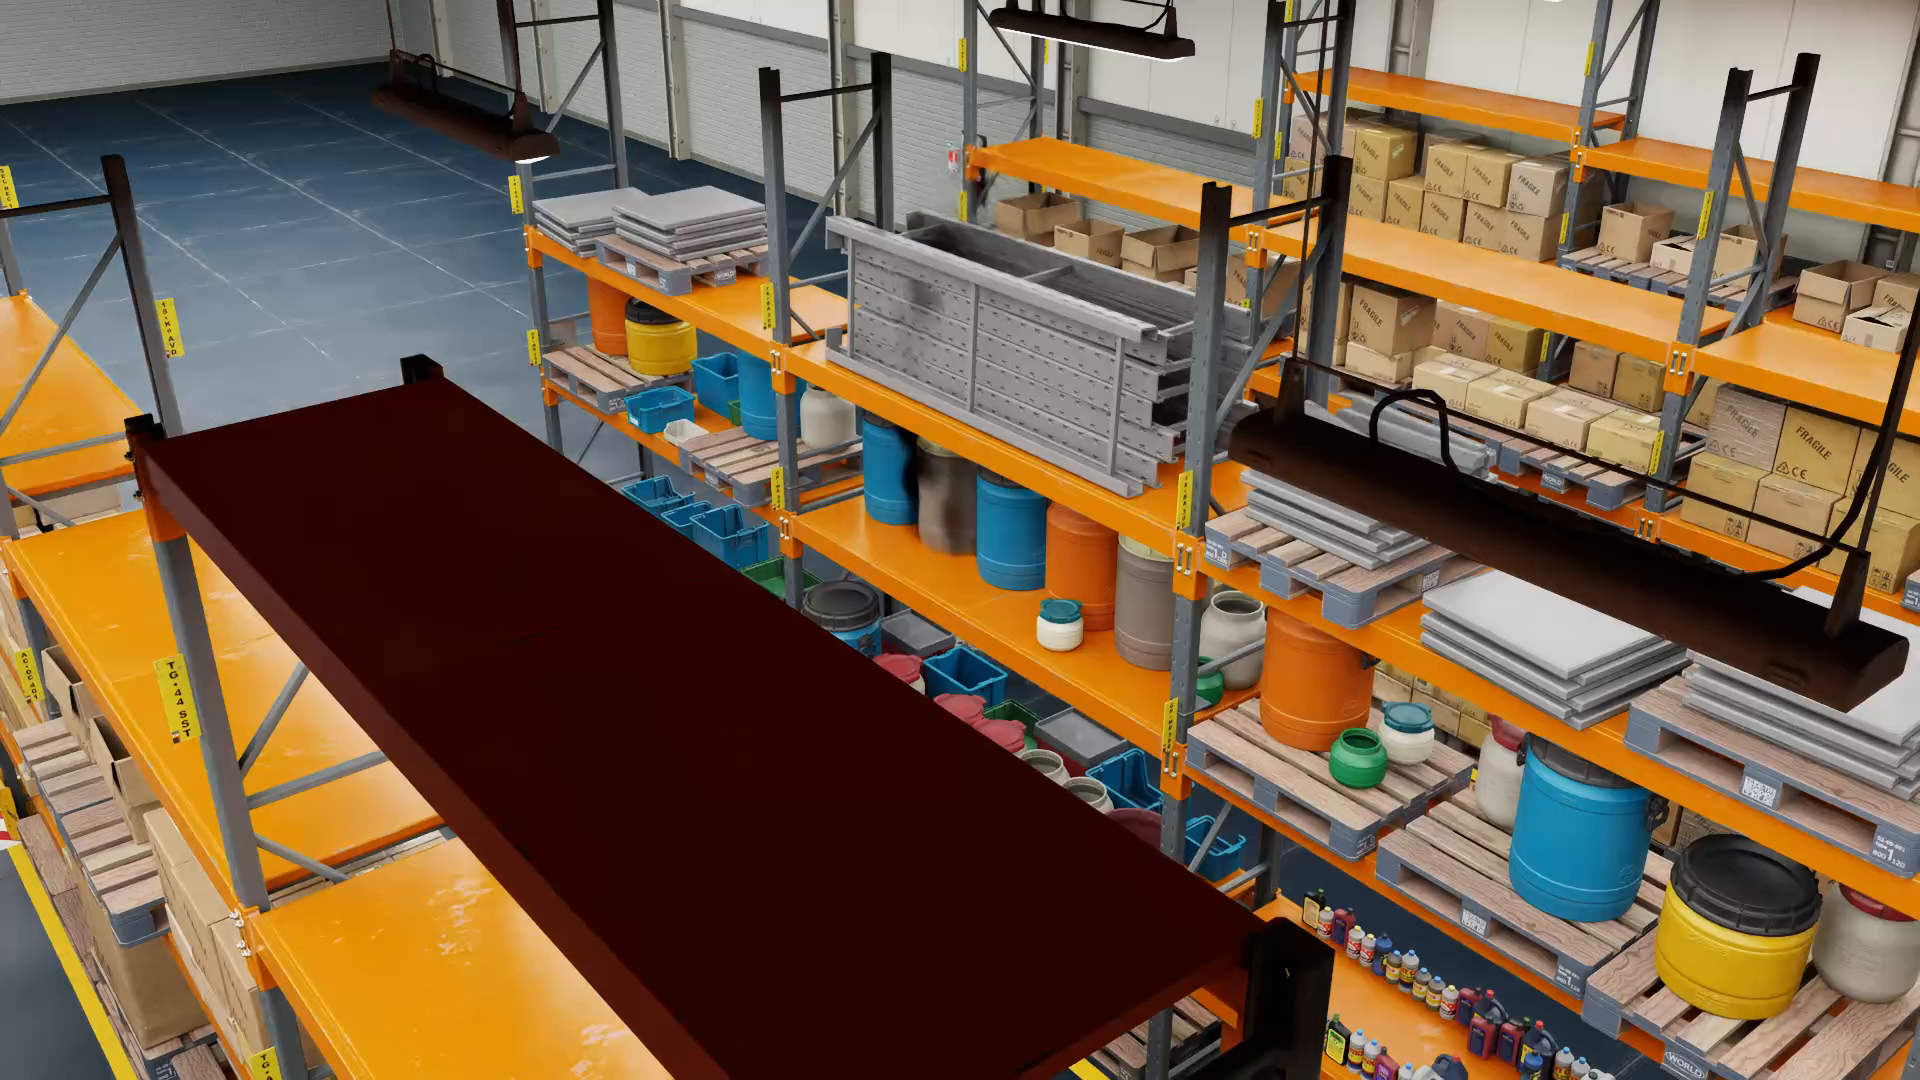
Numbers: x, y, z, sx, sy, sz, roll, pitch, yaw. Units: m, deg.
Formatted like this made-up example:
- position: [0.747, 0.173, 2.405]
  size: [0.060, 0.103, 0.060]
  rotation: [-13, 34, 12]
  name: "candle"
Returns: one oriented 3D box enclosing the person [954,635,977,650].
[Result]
- position: [-0.001, 0.219, 15.266]
  size: [0.713, 1.849, 0.649]
  rotation: [19, 32, 34]
  name: "person"
